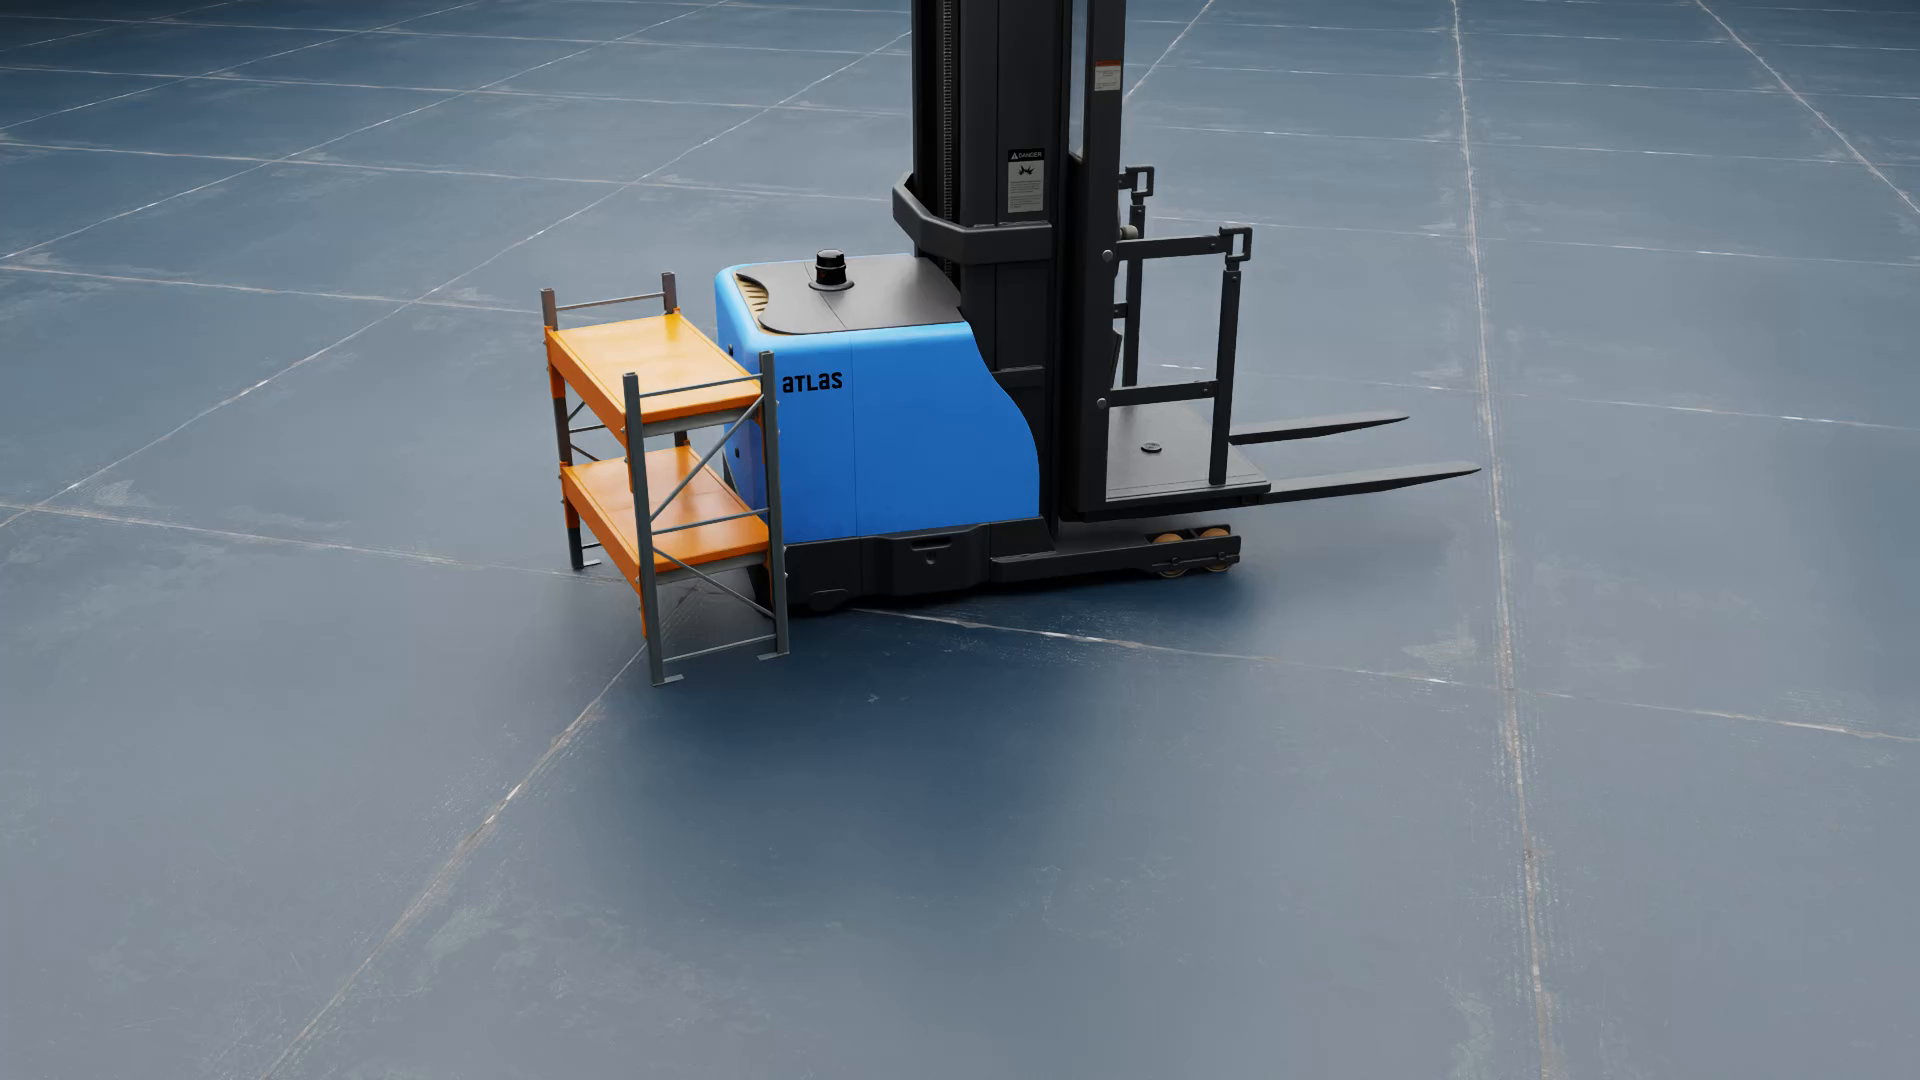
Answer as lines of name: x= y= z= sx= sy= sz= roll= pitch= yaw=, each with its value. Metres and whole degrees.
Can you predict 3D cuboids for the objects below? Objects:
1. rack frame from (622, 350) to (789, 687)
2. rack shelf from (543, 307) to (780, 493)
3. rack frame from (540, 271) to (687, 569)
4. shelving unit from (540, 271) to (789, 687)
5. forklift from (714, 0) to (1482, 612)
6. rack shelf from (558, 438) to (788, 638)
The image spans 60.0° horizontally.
rack frame: x=-0.835 y=-0.059 z=5.566 sx=0.500 sy=1.125 sz=0.032 roll=-12 pitch=28 yaw=-24
rack shelf: x=-1.067 y=-0.518 z=5.848 sx=0.538 sy=0.278 sz=1.000 roll=-12 pitch=28 yaw=-24
rack frame: x=-1.298 y=-0.448 z=6.383 sx=0.500 sy=1.125 sz=0.032 roll=-12 pitch=28 yaw=-24
shelving unit: x=-1.067 y=-0.254 z=5.974 sx=0.538 sy=1.125 sz=1.048 roll=-12 pitch=28 yaw=-24
forklift: x=0.603 y=-1.391 z=6.262 sx=3.031 sy=2.935 sz=1.130 roll=-6 pitch=26 yaw=-13
rack shelf: x=-1.067 y=-0.033 z=6.079 sx=0.538 sy=0.278 sz=1.000 roll=-12 pitch=28 yaw=-24
